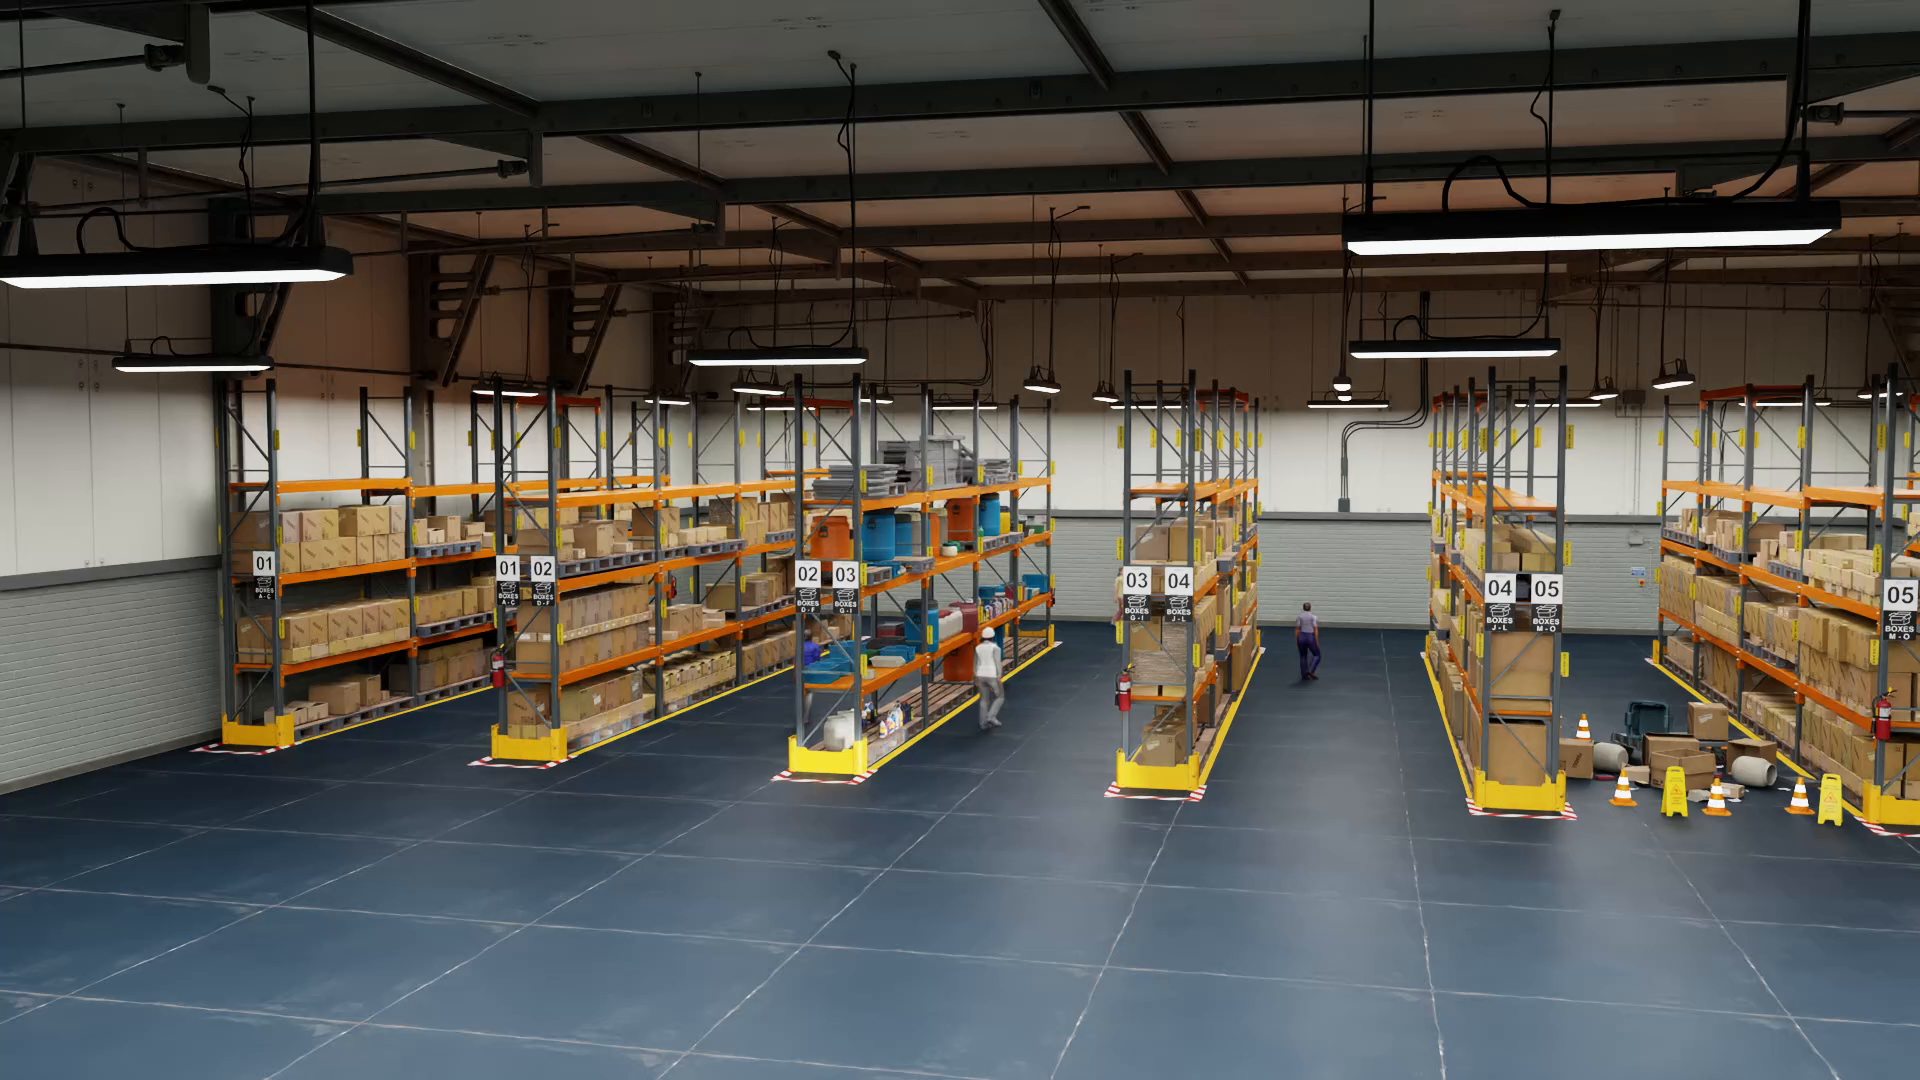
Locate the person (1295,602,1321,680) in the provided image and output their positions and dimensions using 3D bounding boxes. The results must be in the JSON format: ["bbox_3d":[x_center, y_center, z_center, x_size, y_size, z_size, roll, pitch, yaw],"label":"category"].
[{"bbox_3d":[7.228,2.110,34.605,0.539,1.646,0.488,2,4,27],"label":"person"}]

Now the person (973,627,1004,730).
[{"bbox_3d":[0.487,2.382,28.799,0.566,1.762,0.466,2,4,29],"label":"person"}]

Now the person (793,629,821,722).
[{"bbox_3d":[-2.698,2.434,29.501,0.472,1.697,0.612,0,3,3],"label":"person"}]

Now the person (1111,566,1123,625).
[{"bbox_3d":[4.393,1.523,44.353,0.943,1.634,0.465,3,5,42],"label":"person"}]
